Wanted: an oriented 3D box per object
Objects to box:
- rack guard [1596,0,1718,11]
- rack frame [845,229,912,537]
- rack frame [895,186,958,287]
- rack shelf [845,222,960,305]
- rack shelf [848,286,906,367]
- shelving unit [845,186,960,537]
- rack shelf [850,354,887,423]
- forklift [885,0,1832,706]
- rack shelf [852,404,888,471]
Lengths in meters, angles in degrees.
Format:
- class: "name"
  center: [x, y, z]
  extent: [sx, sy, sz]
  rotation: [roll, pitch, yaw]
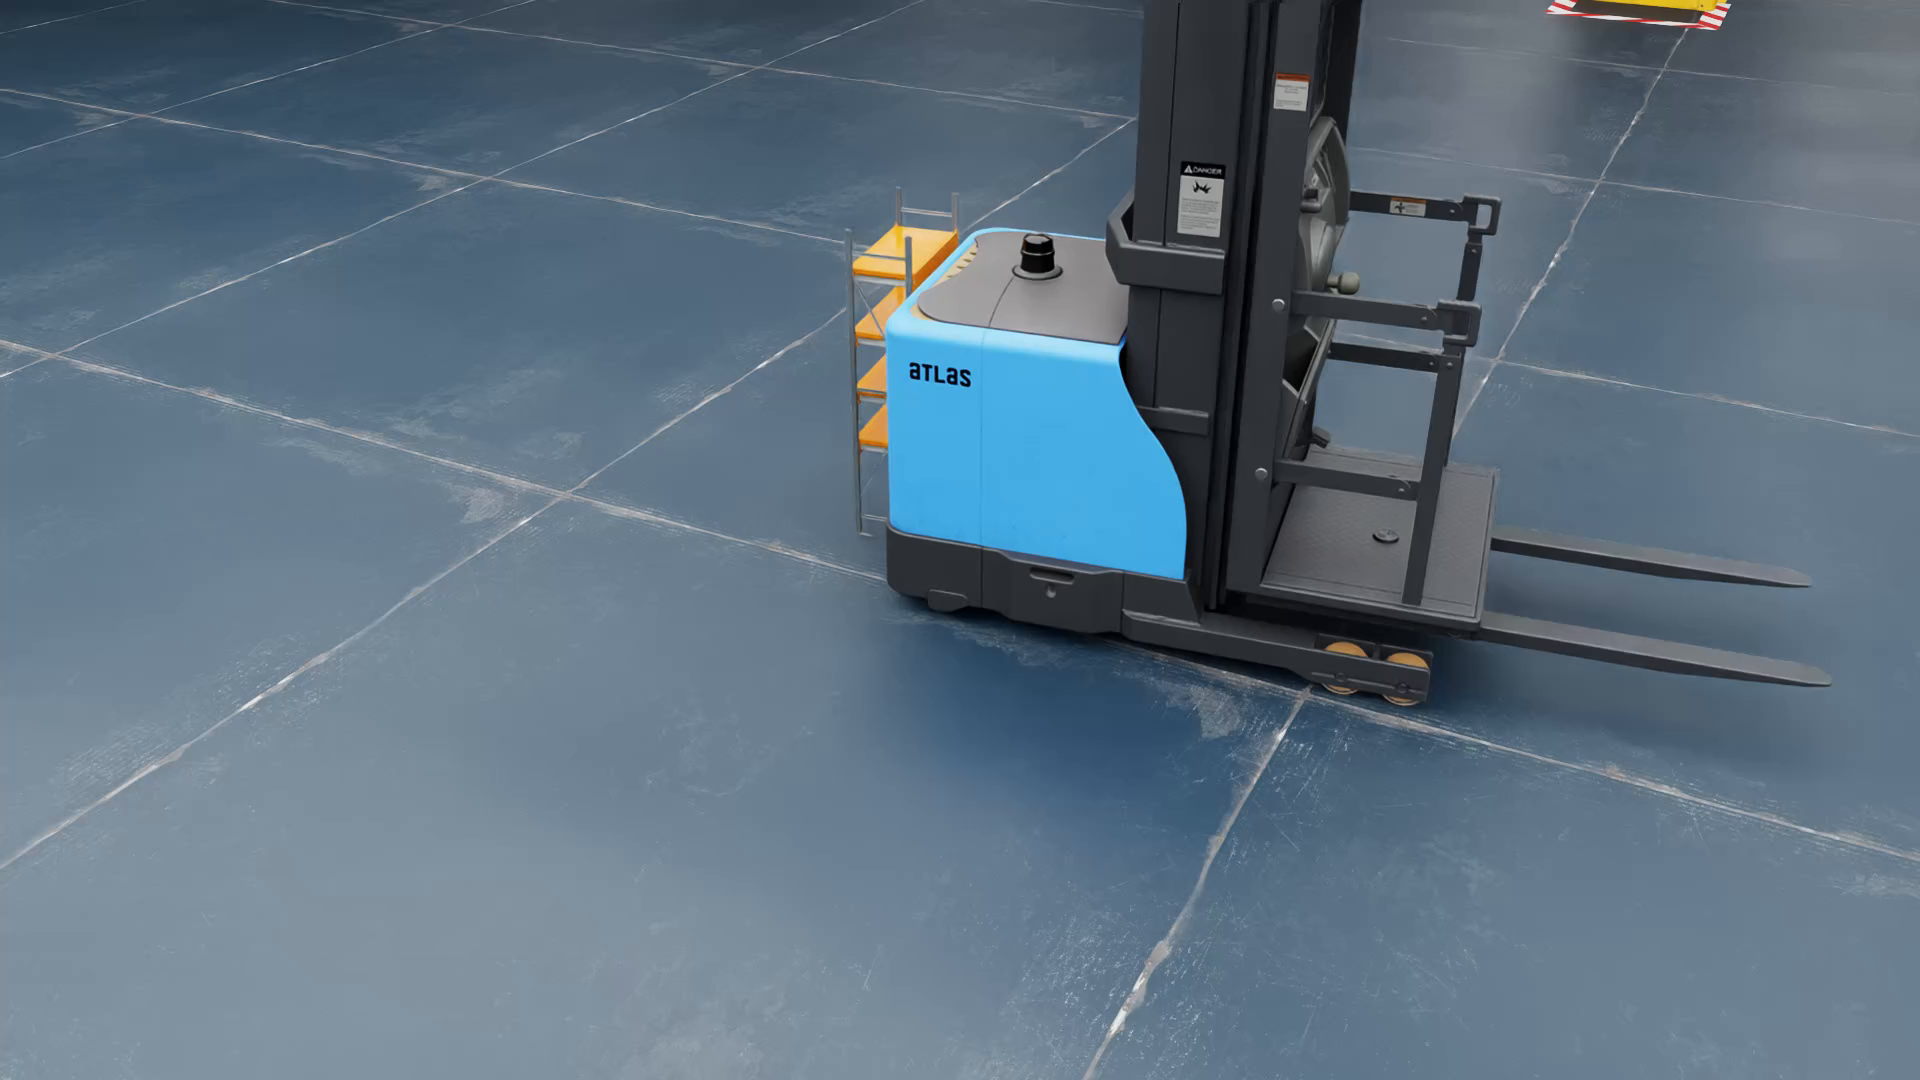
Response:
- class: "rack guard"
  center: [5.890, -4.866, 14.222]
  extent: [1.175, 0.500, 0.348]
  rotation: [14, 33, 23]
- class: "rack frame"
  center: [-0.278, -0.524, 5.958]
  extent: [0.240, 1.200, 0.015]
  rotation: [10, 31, 16]
- class: "rack frame"
  center: [-0.121, -0.754, 6.359]
  extent: [0.240, 1.200, 0.015]
  rotation: [10, 31, 16]
- class: "rack shelf"
  center: [-0.200, -0.980, 5.963]
  extent: [0.258, 0.148, 0.480]
  rotation: [10, 31, 16]
- class: "rack shelf"
  center: [-0.200, -0.775, 6.080]
  extent: [0.258, 0.148, 0.480]
  rotation: [10, 31, 16]
- class: "shelving unit"
  center: [-0.200, -0.639, 6.158]
  extent: [0.258, 1.200, 0.503]
  rotation: [10, 31, 16]
- class: "rack shelf"
  center: [-0.200, -0.581, 6.192]
  extent: [0.258, 0.148, 0.480]
  rotation: [10, 31, 16]
- class: "forklift"
  center: [1.317, -1.039, 5.116]
  extent: [3.031, 2.935, 1.130]
  rotation: [10, 31, 16]
- class: "rack shelf"
  center: [-0.199, -0.409, 6.291]
  extent: [0.258, 0.148, 0.480]
  rotation: [10, 31, 16]
